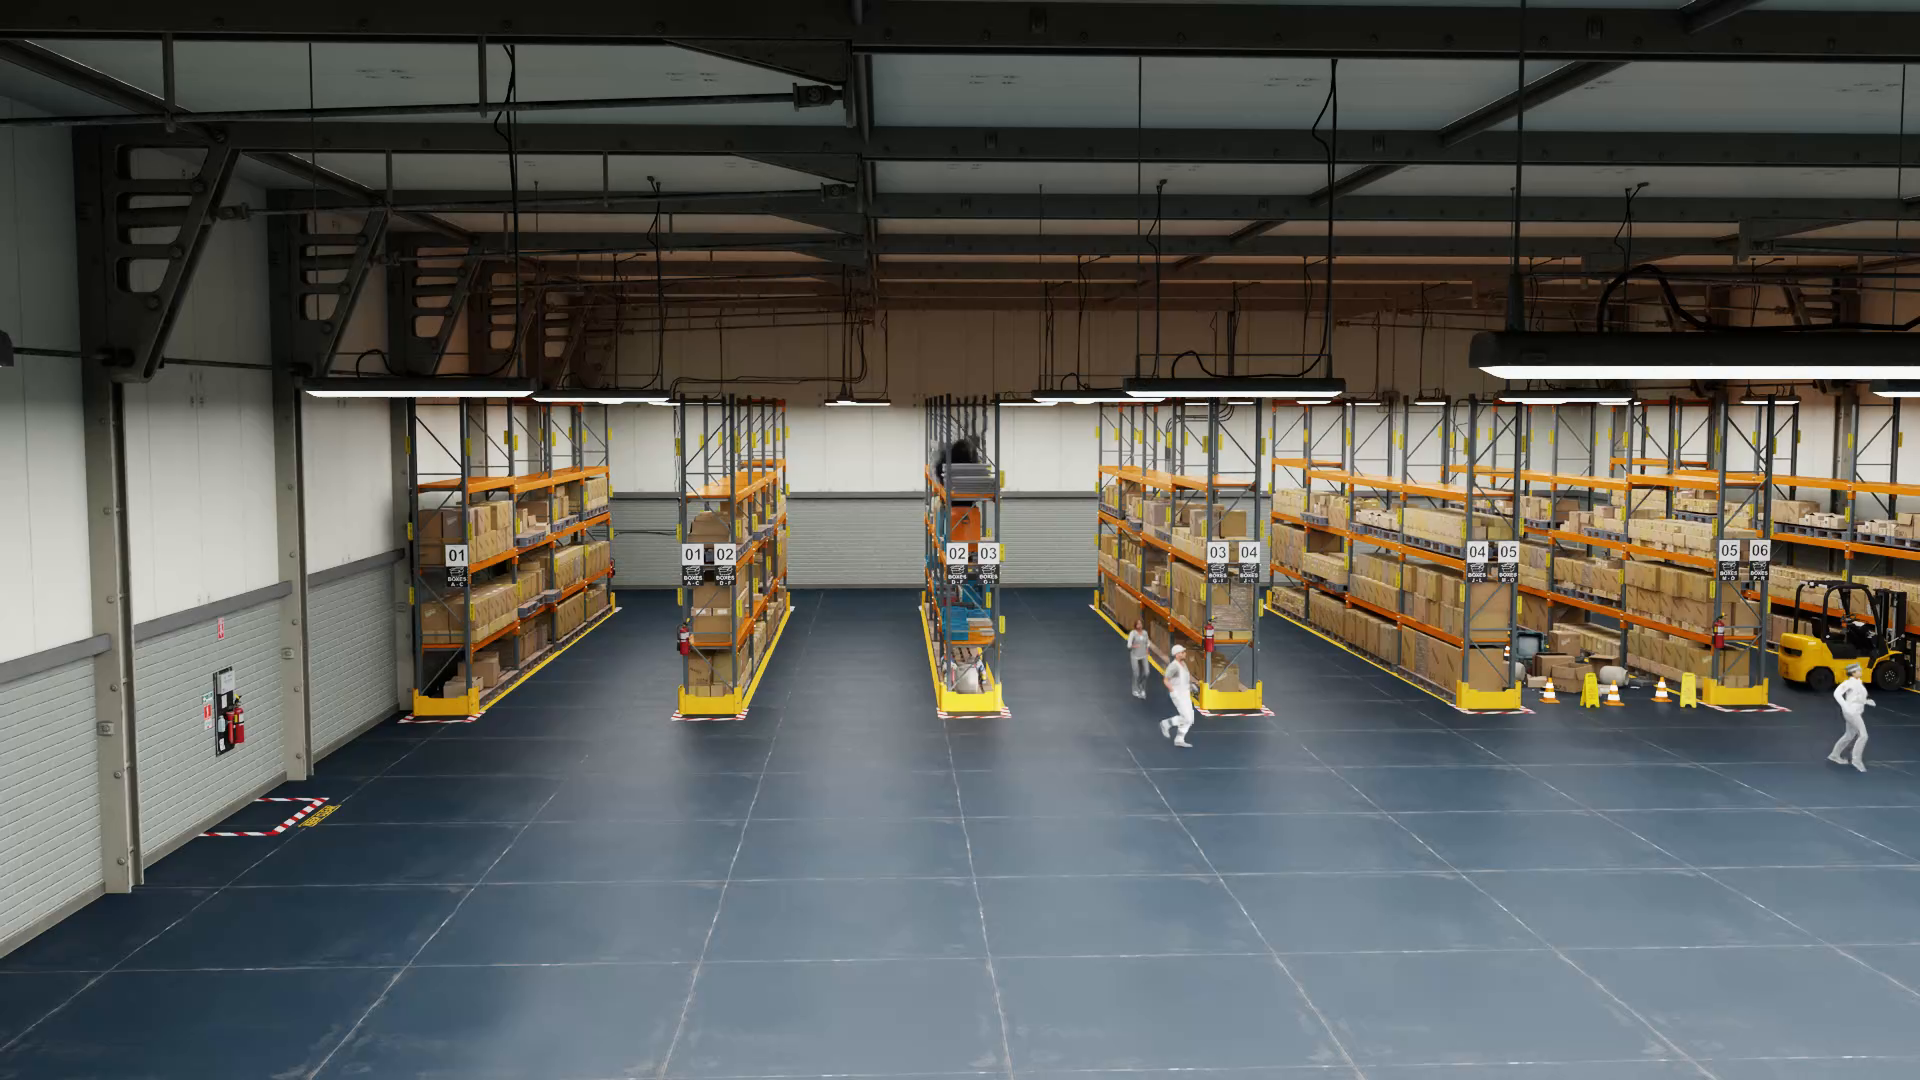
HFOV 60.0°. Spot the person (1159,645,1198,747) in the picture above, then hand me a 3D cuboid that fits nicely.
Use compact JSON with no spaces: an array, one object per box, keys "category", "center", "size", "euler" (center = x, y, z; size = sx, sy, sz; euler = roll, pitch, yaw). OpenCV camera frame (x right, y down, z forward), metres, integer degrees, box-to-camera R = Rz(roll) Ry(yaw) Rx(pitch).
[{"category":"person","center":[3.700,2.637,28.181],"size":[0.596,1.737,0.669],"euler":[2,5,28]}]

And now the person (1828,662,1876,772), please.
[{"category":"person","center":[14.187,2.808,26.447],"size":[0.650,1.757,0.613],"euler":[4,6,41]}]

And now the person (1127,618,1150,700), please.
[{"category":"person","center":[3.541,2.345,32.711],"size":[0.515,1.604,0.625],"euler":[-1,5,-10]}]
